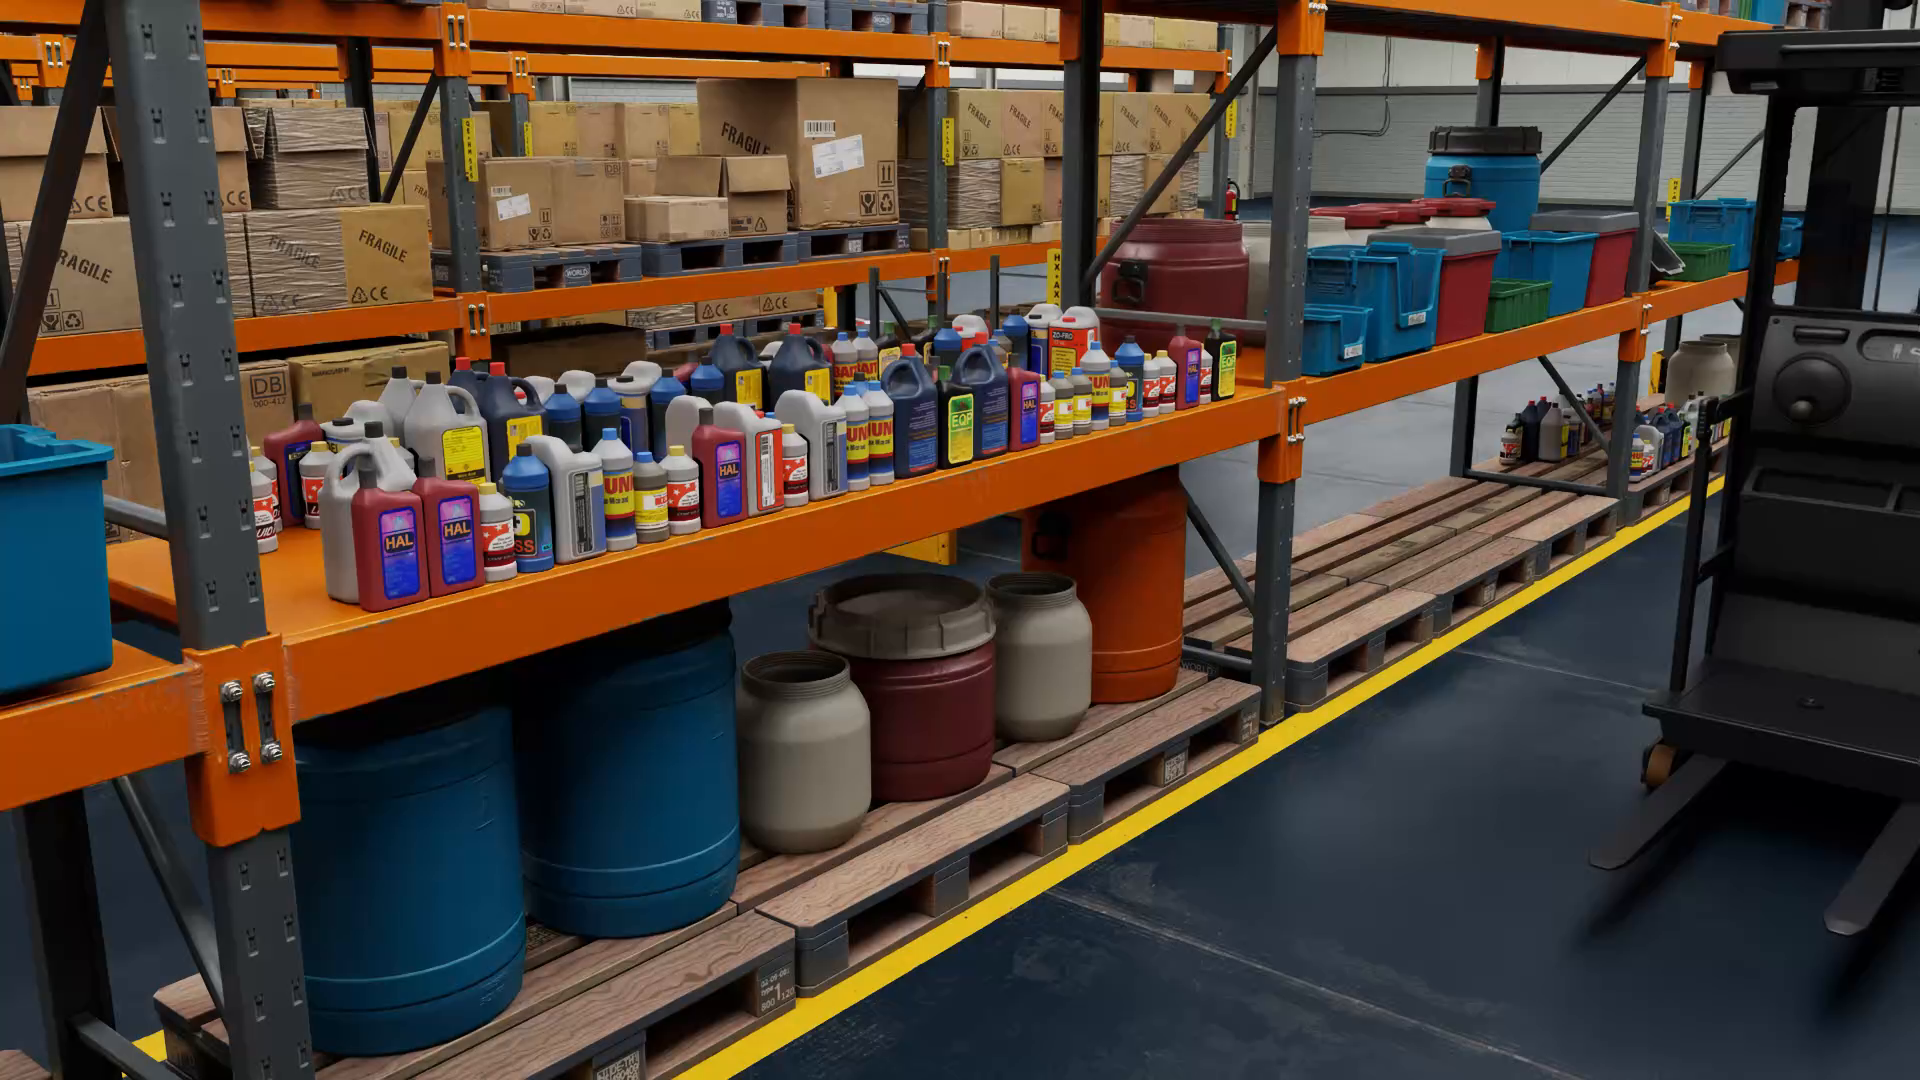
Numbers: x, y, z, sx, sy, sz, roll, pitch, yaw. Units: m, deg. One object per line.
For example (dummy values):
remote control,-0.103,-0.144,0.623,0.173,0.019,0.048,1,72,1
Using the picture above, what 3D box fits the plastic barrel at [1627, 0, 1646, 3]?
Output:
plastic barrel,3.182,-3.159,8.354,0.600,0.901,0.708,11,18,38

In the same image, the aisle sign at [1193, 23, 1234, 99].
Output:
aisle sign,2.267,-4.351,14.877,0.394,0.787,0.004,11,18,38

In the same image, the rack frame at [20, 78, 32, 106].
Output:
rack frame,-12.090,-4.660,21.375,1.000,3.000,0.127,11,18,38

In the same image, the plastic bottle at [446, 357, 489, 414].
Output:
plastic bottle,-1.256,-0.299,4.307,0.144,0.351,0.185,11,18,38

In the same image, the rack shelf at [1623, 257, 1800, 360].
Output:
rack shelf,4.590,-1.627,10.897,1.077,0.370,4.000,11,18,38

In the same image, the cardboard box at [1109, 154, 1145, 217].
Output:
cardboard box,1.059,-3.013,14.086,0.875,0.500,0.500,11,18,38

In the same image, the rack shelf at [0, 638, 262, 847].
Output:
rack shelf,-2.952,0.671,1.851,1.077,0.370,4.000,11,18,38

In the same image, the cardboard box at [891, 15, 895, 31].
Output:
cardboard box,-0.436,-3.868,12.470,0.500,0.250,0.500,12,19,40

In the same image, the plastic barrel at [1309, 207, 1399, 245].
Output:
plastic barrel,1.828,-1.286,7.817,0.433,0.535,0.433,0,14,0

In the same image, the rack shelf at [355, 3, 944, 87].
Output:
rack shelf,-1.776,-3.081,10.529,1.077,0.370,4.000,11,18,38

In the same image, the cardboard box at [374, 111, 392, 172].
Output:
cardboard box,-5.261,-3.388,14.132,0.700,0.500,0.500,11,18,38

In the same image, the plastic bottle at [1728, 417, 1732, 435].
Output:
plastic bottle,5.034,-0.796,10.955,0.097,0.201,0.097,0,14,0

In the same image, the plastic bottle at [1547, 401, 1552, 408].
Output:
plastic bottle,3.704,-0.732,10.535,0.061,0.283,0.133,13,19,41

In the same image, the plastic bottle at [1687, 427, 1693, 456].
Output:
plastic bottle,4.478,-0.627,10.288,0.097,0.201,0.097,0,14,0

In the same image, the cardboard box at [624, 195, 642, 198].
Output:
cardboard box,-2.195,-2.093,10.689,0.396,0.266,0.258,11,18,36

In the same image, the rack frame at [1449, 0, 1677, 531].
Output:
rack frame,3.333,-1.593,9.301,1.000,3.000,0.127,11,18,38

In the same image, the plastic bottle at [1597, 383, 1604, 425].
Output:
plastic bottle,4.309,-0.916,11.260,0.061,0.283,0.133,12,18,38

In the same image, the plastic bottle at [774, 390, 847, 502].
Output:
plastic bottle,-0.380,-0.252,4.275,0.152,0.276,0.135,11,18,38

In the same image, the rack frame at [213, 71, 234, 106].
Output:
rack frame,-8.227,-3.893,18.355,1.000,3.000,0.127,11,18,38

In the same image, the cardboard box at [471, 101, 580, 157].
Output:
cardboard box,-4.055,-3.808,15.521,0.875,0.550,0.550,11,18,38

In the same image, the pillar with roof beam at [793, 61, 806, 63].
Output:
pillar with roof beam,0.176,-9.972,30.100,9.100,9.000,0.400,11,18,38

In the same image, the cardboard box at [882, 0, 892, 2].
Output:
cardboard box,-0.892,-3.992,11.590,0.797,0.503,0.637,10,17,35

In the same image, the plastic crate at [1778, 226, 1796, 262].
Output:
plastic crate,5.353,-2.021,11.289,0.499,0.251,0.408,11,18,38

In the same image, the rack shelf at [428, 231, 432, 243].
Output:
rack shelf,-5.571,-2.414,13.996,1.077,0.370,4.000,11,18,38

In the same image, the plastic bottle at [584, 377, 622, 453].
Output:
plastic bottle,-0.959,-0.300,4.475,0.097,0.271,0.097,0,14,0

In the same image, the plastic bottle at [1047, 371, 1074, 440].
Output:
plastic bottle,0.298,-0.412,5.055,0.097,0.201,0.097,0,14,0

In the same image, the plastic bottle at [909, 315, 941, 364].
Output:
plastic bottle,-0.115,-0.630,5.748,0.061,0.283,0.133,11,18,38

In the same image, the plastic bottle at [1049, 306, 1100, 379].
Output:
plastic bottle,0.414,-0.710,6.078,0.152,0.276,0.135,11,18,38

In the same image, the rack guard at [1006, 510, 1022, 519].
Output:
rack guard,0.361,-0.231,9.525,0.587,0.250,0.087,11,18,38

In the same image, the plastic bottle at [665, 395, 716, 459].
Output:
plastic bottle,-0.644,-0.231,4.193,0.152,0.276,0.135,11,18,38

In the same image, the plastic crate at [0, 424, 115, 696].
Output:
plastic crate,-1.723,0.060,2.705,0.392,0.384,0.575,11,18,38

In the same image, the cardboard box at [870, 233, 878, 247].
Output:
cardboard box,-0.613,-2.324,12.690,0.380,0.149,0.250,11,18,38

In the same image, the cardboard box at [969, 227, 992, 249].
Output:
cardboard box,0.017,-2.278,12.508,0.380,0.149,0.250,11,18,38

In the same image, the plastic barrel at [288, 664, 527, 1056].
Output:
plastic barrel,-1.340,0.651,3.876,0.600,0.901,0.708,11,18,38

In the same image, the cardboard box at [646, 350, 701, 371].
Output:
cardboard box,-1.938,-0.944,10.931,0.700,0.500,0.500,13,19,42

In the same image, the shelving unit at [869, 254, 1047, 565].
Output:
shelving unit,0.048,-0.742,8.996,0.587,1.500,1.083,11,18,38

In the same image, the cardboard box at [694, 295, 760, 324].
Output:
cardboard box,-2.726,-2.777,17.425,0.875,0.875,0.875,11,18,37

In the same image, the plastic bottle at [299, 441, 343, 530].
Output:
plastic bottle,-1.516,-0.133,3.956,0.097,0.201,0.097,0,14,0

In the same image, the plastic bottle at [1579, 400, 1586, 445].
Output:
plastic bottle,3.933,-0.745,10.587,0.061,0.283,0.133,11,18,38

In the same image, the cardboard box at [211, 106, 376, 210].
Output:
cardboard box,-3.505,-1.990,8.625,0.797,0.503,0.637,12,19,39

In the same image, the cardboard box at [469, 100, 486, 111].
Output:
cardboard box,-6.188,-5.109,20.303,0.700,0.500,0.500,11,18,38

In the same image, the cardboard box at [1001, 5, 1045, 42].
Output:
cardboard box,0.291,-3.889,12.552,0.500,0.250,0.500,11,18,37

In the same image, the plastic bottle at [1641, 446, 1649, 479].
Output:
plastic bottle,3.938,-0.462,9.641,0.097,0.201,0.097,0,14,0

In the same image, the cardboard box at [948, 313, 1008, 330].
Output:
cardboard box,0.117,-1.533,13.287,0.500,0.500,0.500,-9,17,-32

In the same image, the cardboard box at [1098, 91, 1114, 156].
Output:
cardboard box,0.895,-3.372,13.468,0.500,0.500,0.500,11,18,38

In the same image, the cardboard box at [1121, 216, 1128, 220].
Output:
cardboard box,1.203,-2.675,14.071,0.380,0.149,0.250,11,18,38

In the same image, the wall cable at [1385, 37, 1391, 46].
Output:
wall cable,13.125,-14.969,45.820,3.097,2.526,0.112,11,18,38

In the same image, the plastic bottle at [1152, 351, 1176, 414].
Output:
plastic bottle,0.665,-0.524,5.495,0.097,0.201,0.097,0,14,0

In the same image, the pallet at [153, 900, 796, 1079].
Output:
pallet,-1.178,1.149,4.169,1.003,0.211,1.213,11,18,38

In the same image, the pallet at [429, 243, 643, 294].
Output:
pallet,-2.668,-1.653,9.928,1.213,0.211,1.003,11,18,38

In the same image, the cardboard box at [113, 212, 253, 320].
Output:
cardboard box,-3.792,-1.314,8.001,0.500,0.500,0.500,11,18,36

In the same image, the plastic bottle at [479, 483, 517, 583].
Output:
plastic bottle,-0.990,-0.019,3.509,0.097,0.201,0.097,0,14,0

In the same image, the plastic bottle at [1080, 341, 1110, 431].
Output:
plastic bottle,0.420,-0.483,5.193,0.097,0.271,0.097,0,14,0

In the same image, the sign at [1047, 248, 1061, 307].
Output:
sign,0.387,-0.990,6.595,0.100,0.325,0.005,11,18,38

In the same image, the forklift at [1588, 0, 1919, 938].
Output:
forklift,2.984,-0.533,5.270,1.130,2.935,3.031,12,18,38

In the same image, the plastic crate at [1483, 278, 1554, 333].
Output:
plastic crate,2.458,-1.113,7.842,0.450,0.188,0.662,11,18,38

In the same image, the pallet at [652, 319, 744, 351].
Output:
pallet,-3.008,-2.163,17.208,1.003,0.211,1.213,11,18,38

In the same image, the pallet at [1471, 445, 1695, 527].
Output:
pallet,3.788,-0.363,10.125,1.003,0.211,1.213,11,18,38

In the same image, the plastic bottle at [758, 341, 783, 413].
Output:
plastic bottle,-0.576,-0.468,5.126,0.152,0.276,0.135,11,18,38
